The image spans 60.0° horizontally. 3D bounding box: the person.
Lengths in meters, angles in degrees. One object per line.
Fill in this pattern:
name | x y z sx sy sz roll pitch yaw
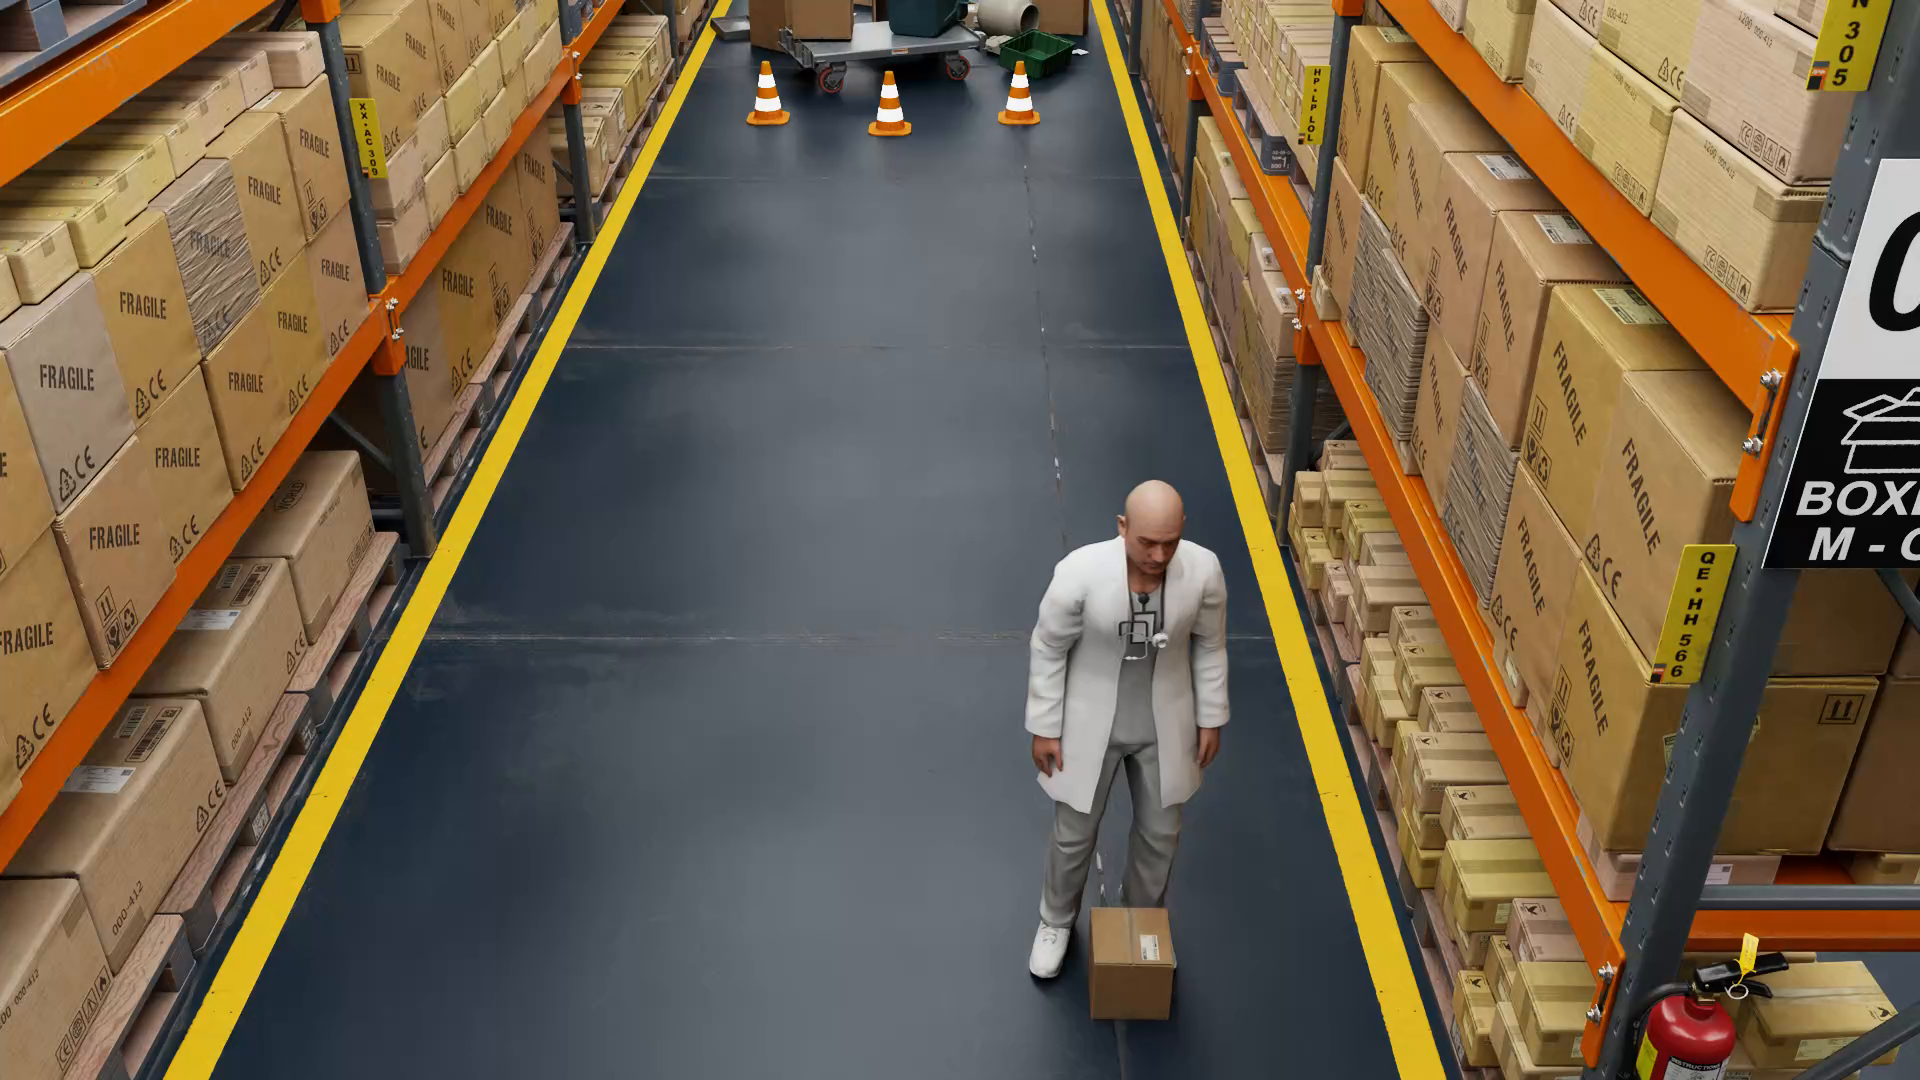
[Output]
person | 0.523 0.584 5.182 0.647 1.772 0.433 -3 31 -5
